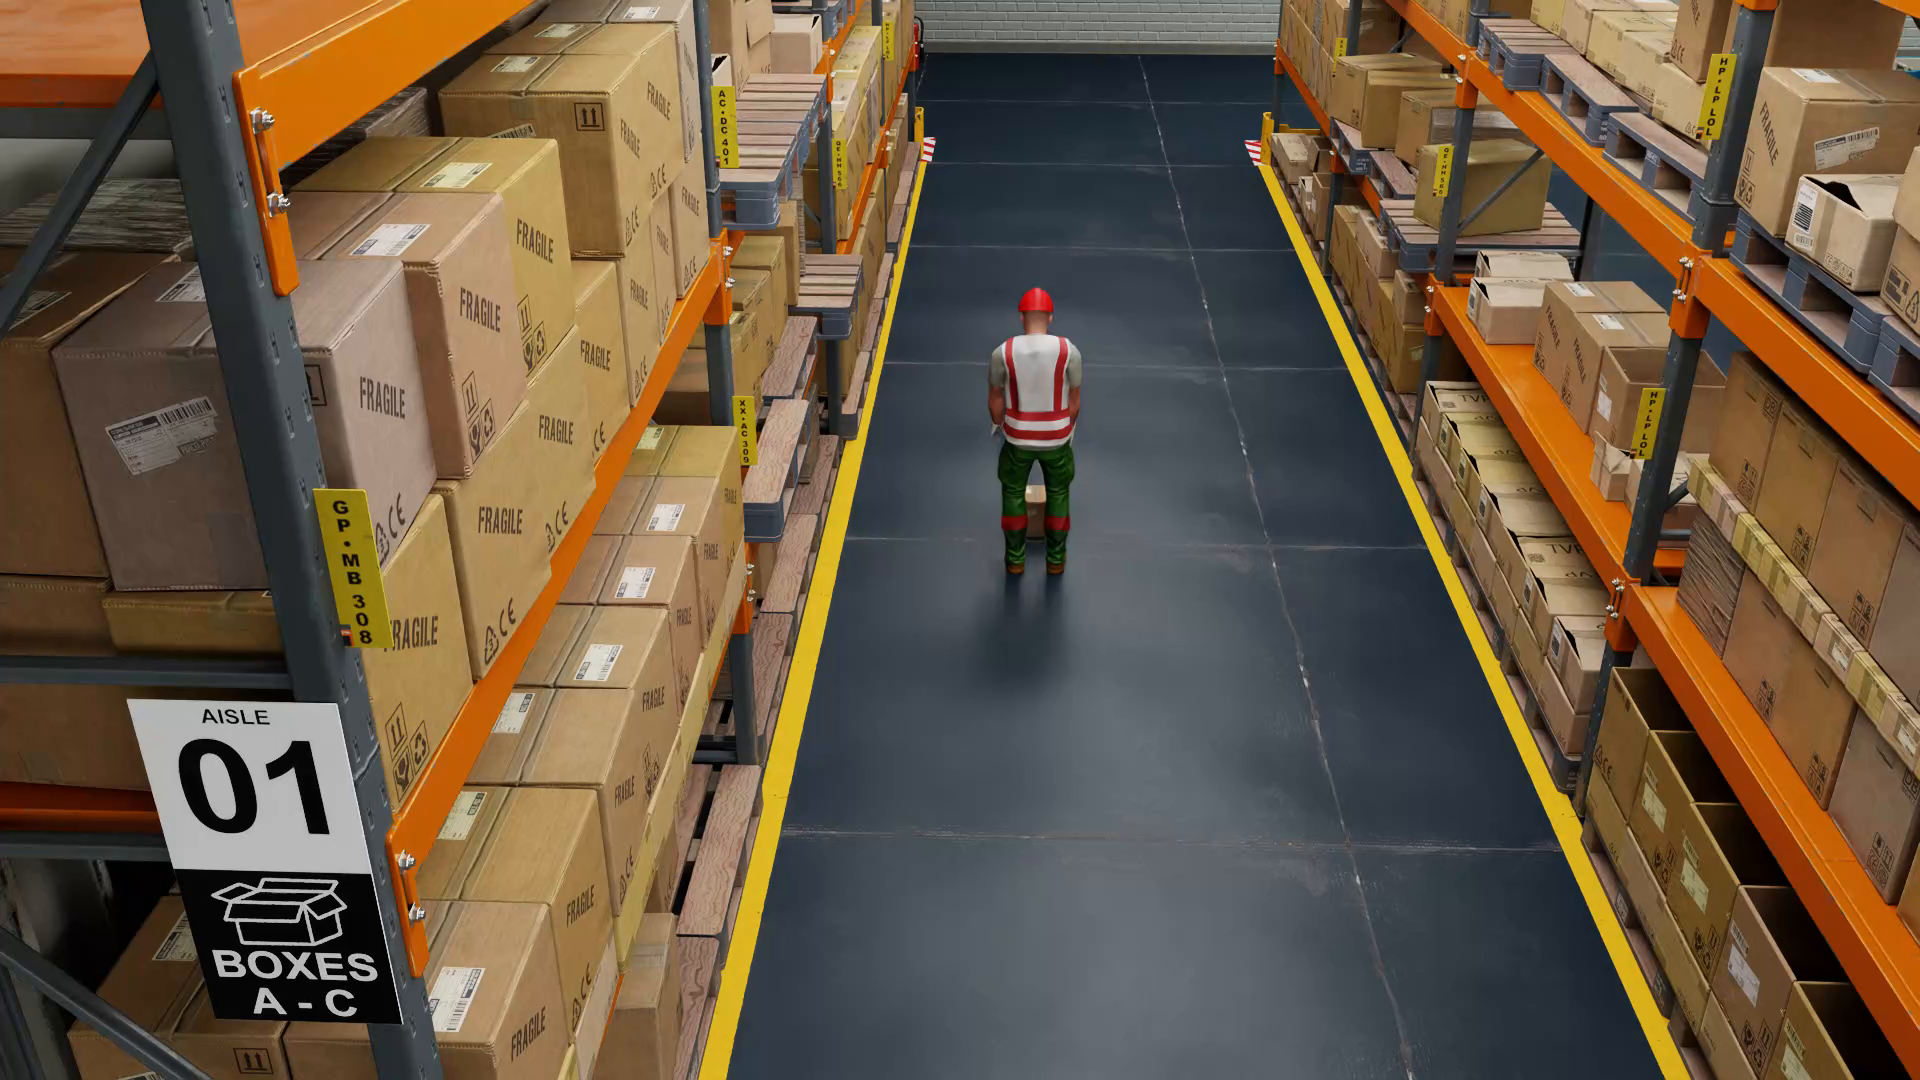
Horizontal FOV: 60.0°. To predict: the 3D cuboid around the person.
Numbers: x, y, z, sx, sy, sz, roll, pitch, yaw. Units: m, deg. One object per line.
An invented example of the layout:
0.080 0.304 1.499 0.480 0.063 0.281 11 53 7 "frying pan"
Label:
0.434 -0.628 9.841 0.541 1.743 0.443 2 28 3 "person"
